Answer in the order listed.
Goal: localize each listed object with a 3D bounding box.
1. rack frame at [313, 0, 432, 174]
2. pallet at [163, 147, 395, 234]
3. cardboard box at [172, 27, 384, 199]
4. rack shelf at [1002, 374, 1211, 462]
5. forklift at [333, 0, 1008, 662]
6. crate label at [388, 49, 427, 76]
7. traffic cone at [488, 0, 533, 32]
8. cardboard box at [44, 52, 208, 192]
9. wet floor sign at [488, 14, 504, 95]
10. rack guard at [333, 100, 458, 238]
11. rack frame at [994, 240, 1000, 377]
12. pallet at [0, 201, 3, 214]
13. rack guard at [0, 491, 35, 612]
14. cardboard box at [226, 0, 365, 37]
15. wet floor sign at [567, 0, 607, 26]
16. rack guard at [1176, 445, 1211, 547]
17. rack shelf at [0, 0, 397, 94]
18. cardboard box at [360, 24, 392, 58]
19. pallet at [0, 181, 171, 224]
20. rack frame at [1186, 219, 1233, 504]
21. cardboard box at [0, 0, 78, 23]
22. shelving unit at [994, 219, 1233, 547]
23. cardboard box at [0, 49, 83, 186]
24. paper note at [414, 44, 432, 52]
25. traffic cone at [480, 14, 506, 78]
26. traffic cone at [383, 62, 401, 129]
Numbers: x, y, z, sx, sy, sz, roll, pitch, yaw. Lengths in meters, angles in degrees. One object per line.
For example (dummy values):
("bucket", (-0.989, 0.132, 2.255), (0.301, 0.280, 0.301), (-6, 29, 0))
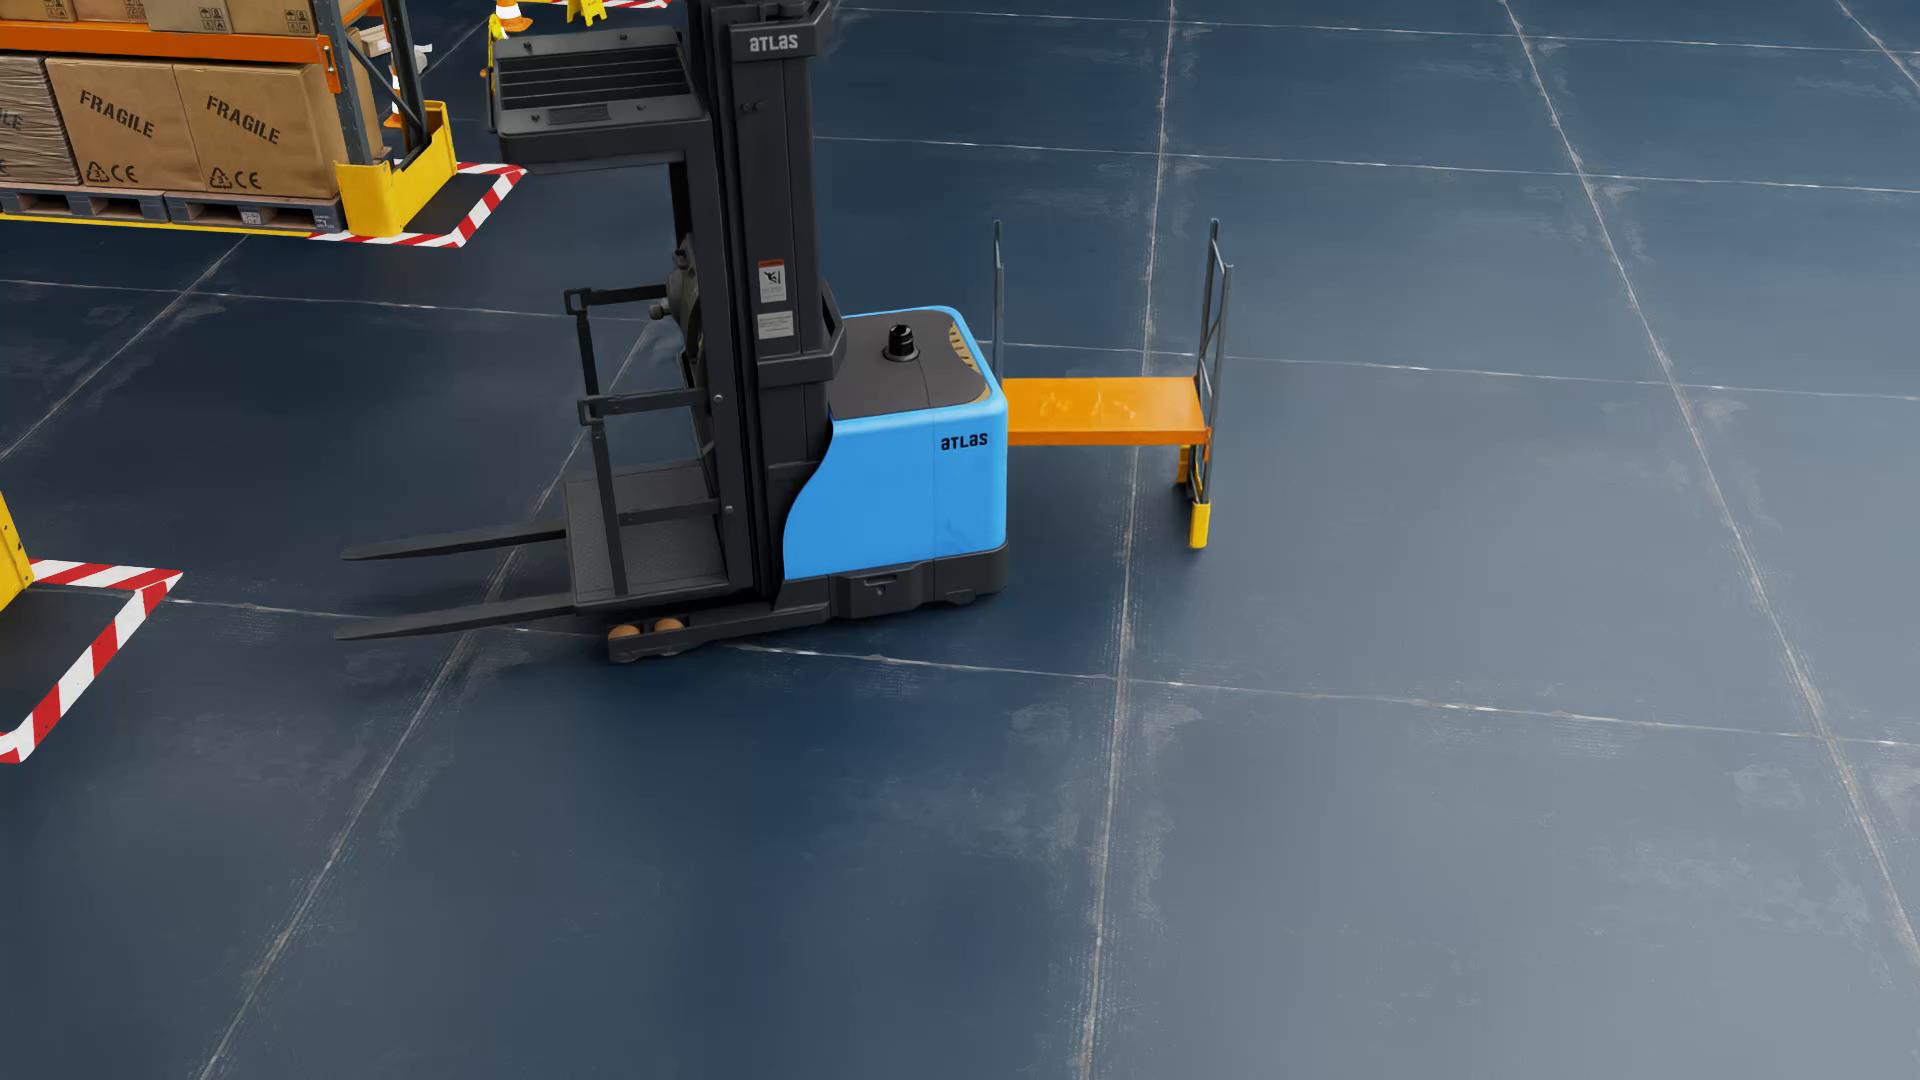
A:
("rack frame", (-3.876, -3.581, 10.685), (0.127, 3.000, 1.000), (4, 36, 6))
("pallet", (-4.679, -2.460, 11.515), (1.213, 0.211, 1.003), (4, 36, 6))
("cardboard box", (-4.557, -2.899, 11.197), (0.875, 0.875, 0.875), (4, 36, 6))
("rack shelf", (0.683, -0.596, 8.104), (1.000, 0.185, 0.538), (0, 36, -1))
("forklift", (-1.350, -0.983, 7.104), (3.031, 2.935, 1.130), (-8, 36, -11))
("crate label", (-4.528, -3.922, 13.627), (0.298, 0.136, 0.250), (-14, 38, -18))
("traffic cone", (-3.936, -4.696, 14.432), (0.334, 0.463, 0.336), (4, 36, 6))
("cardboard box", (-5.430, -2.963, 11.287), (0.875, 0.875, 0.875), (4, 36, 5))
("wet floor sign", (-3.595, -3.761, 12.965), (0.232, 0.644, 0.267), (-2, 36, -2))
("rack guard", (-3.852, -2.562, 11.409), (0.348, 0.500, 1.175), (4, 36, 6))
("rack frame", (0.175, -0.740, 7.995), (0.013, 1.308, 0.475), (0, 36, -1))
("pallet", (-7.099, -2.640, 11.768), (1.213, 0.211, 1.003), (4, 36, 6))
("rack guard", (-4.683, 0.281, 7.425), (0.348, 0.500, 1.175), (4, 36, 6))
("cardboard box", (-4.249, -3.643, 10.644), (0.550, 0.550, 0.875), (4, 36, 6))
("wet floor sign", (-3.293, -4.852, 14.492), (0.232, 0.644, 0.267), (17, 39, 22))
("rack guard", (1.172, -0.237, 8.367), (0.087, 0.250, 0.587), (0, 36, -1))
("rack shelf", (-5.859, -3.436, 11.102), (4.000, 0.370, 1.077), (4, 36, 6))
("cardboard box", (-4.902, -4.213, 14.025), (0.250, 0.149, 0.380), (24, 42, 30))
("pallet", (-5.885, -2.552, 11.644), (1.213, 0.211, 1.003), (4, 36, 6))
("rack frame", (1.192, -0.746, 8.004), (0.032, 1.500, 0.500), (0, 36, -1))
("cardboard box", (-5.868, -3.801, 10.864), (0.500, 0.550, 0.875), (4, 36, 6))
("shelving unit", (0.674, -0.742, 7.999), (1.083, 1.500, 0.587), (0, 36, -1))
("cardboard box", (-6.334, -3.032, 11.383), (0.875, 0.875, 0.875), (5, 36, 6))
("paper note", (-4.537, -4.155, 14.046), (0.142, 0.019, 0.148), (-7, 36, -10))
("traffic cone", (-3.740, -4.032, 13.501), (0.334, 0.463, 0.336), (4, 36, 6))
("traffic cone", (-4.222, -3.406, 12.624), (0.334, 0.463, 0.336), (4, 36, 6))
